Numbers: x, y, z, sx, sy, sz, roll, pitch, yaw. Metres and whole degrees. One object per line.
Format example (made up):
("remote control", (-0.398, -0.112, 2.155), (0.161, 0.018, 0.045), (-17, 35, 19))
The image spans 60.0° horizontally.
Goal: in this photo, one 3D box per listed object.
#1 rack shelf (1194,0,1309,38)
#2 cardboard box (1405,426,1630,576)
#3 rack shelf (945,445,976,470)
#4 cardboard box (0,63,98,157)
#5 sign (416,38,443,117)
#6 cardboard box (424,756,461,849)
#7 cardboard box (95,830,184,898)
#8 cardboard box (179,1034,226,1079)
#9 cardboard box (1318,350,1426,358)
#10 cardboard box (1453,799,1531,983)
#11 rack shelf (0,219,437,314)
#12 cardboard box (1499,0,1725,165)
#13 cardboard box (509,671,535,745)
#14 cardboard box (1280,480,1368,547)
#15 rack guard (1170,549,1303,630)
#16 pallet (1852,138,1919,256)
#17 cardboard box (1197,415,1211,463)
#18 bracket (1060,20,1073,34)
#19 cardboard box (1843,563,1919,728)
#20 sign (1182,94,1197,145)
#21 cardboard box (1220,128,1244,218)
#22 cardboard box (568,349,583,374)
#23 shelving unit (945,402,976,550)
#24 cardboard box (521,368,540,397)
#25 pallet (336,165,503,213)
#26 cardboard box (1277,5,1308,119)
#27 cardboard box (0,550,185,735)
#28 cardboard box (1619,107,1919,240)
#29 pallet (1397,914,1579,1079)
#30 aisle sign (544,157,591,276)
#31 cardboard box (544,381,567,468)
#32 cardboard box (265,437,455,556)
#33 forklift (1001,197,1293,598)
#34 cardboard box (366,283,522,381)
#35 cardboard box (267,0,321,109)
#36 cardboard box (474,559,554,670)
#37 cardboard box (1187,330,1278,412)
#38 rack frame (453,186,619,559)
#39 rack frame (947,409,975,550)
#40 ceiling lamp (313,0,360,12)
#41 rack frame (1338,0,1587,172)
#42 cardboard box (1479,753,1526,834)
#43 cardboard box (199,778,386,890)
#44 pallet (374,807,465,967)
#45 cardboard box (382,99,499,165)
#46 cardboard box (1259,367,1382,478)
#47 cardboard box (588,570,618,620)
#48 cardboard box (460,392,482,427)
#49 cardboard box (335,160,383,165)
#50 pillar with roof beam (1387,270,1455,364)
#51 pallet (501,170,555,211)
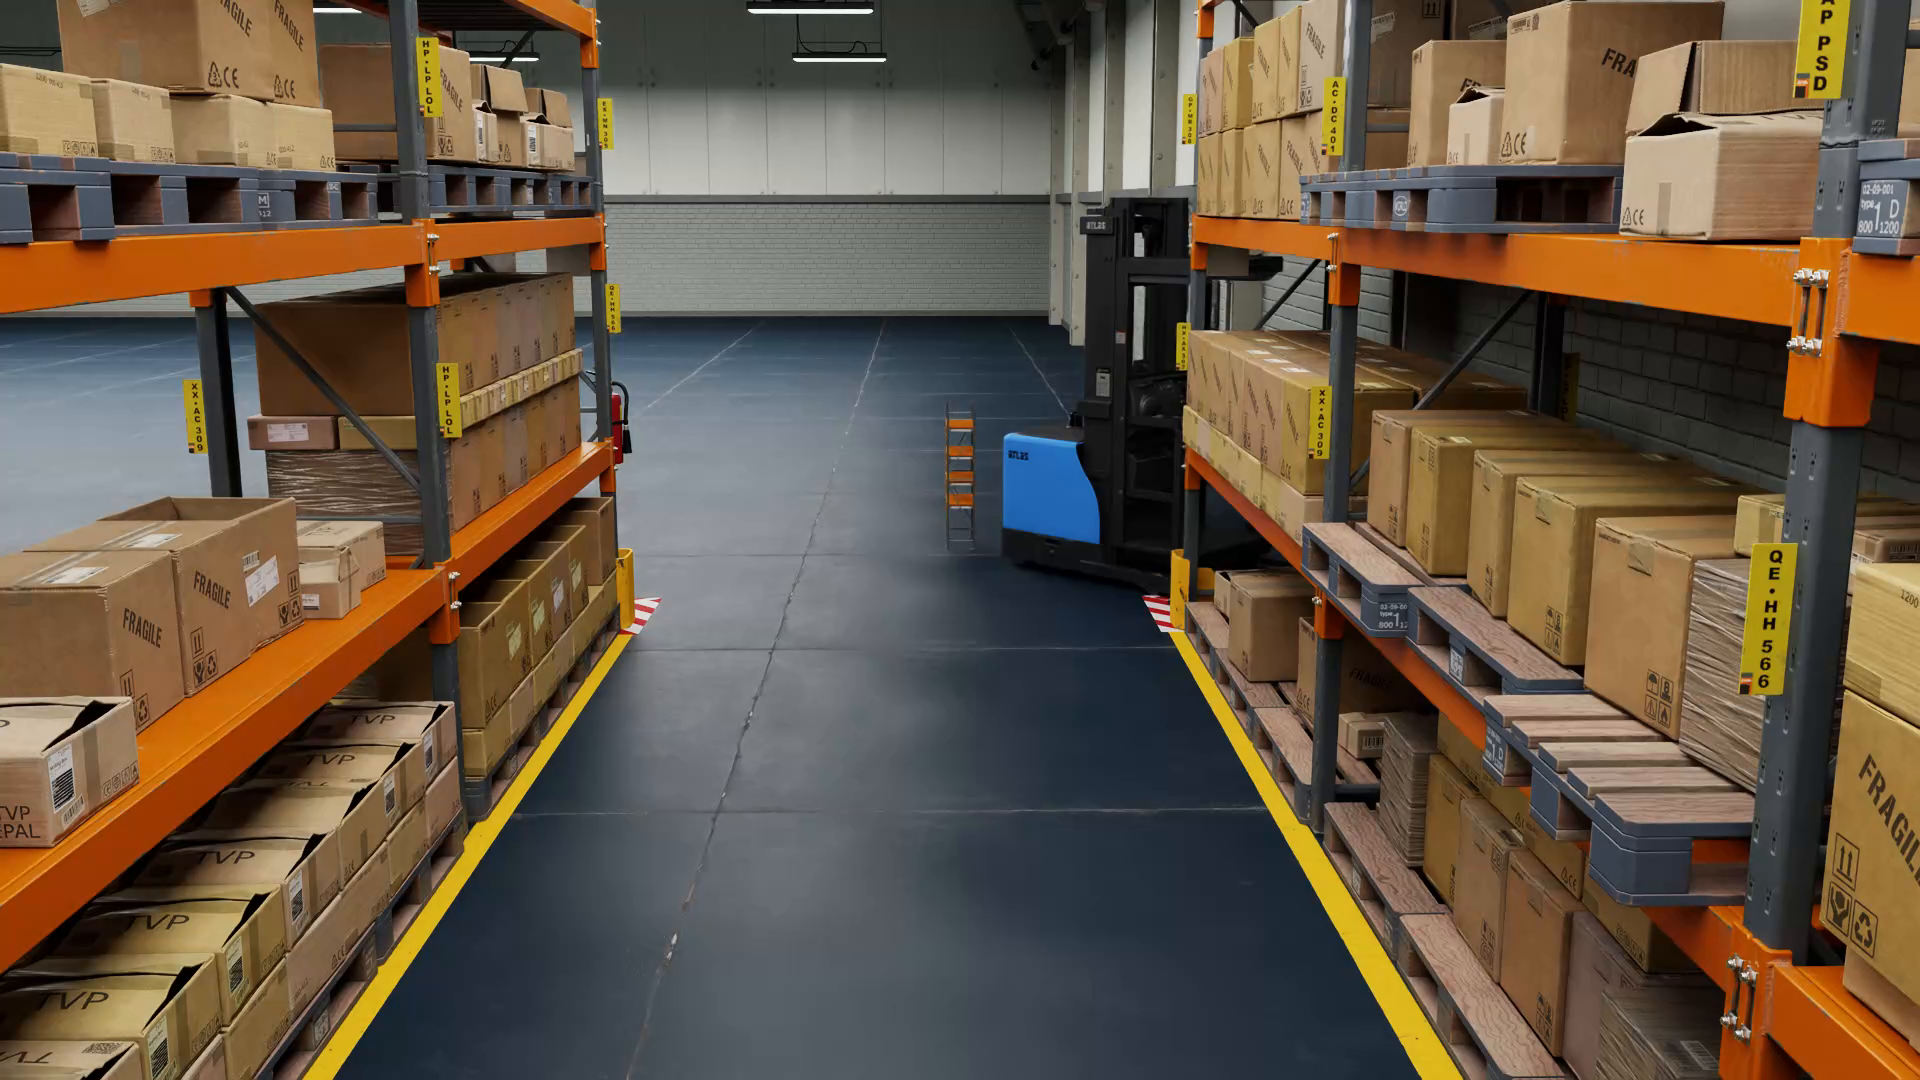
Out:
("rack shelf", (2.112, -3.087, 8.960), (1.077, 0.370, 4.000), (0, 11, -1))
("cardboard box", (2.134, -0.156, 6.425), (0.700, 0.500, 0.500), (1, 12, 5))
("rack shelf", (0.003, -0.708, 14.247), (0.258, 0.148, 0.480), (0, 11, -1))
("cardboard box", (-2.812, -1.198, 4.695), (0.500, 0.250, 0.500), (0, 11, -2))
("sign", (-2.257, -1.964, 7.061), (0.100, 0.325, 0.005), (0, 11, -1))
("cardboard box", (-2.501, 1.140, 7.253), (0.500, 0.250, 0.500), (0, 11, -2))
("cardboard box", (-3.007, 1.173, 5.681), (0.500, 0.311, 0.500), (0, 11, 0))
("cardboard box", (-2.445, 1.649, 4.745), (0.500, 0.250, 0.500), (-1, 11, -3))
("cardboard box", (2.319, -0.807, 9.432), (0.500, 0.500, 0.500), (0, 11, 0))
("cardboard box", (2.216, 1.256, 6.003), (0.700, 0.500, 0.500), (0, 11, -1))
("rack shelf", (-2.758, -0.802, 5.235), (1.077, 0.370, 4.000), (0, 11, -1))
("cardboard box", (2.110, -1.474, 5.430), (0.500, 0.500, 0.500), (-1, 11, -3))
("cardboard box", (-2.511, 0.866, 8.604), (0.500, 0.250, 0.500), (0, 11, -1))
("cardboard box", (1.840, -0.133, 7.996), (0.500, 0.250, 0.500), (0, 11, -1))
("rack guard", (2.072, 0.341, 11.619), (1.175, 0.500, 0.348), (0, 11, -1))
("pallet", (2.302, -0.558, 2.697), (1.213, 0.211, 1.003), (0, 11, 1))
("cardboard box", (1.788, -0.634, 10.465), (0.500, 0.250, 0.500), (-1, 11, -3))
("bracket", (2.107, -10.154, 32.924), (0.235, 0.232, 0.430), (0, 11, -1))
("cardboard box", (1.988, 0.216, 3.012), (0.500, 0.250, 0.500), (0, 11, 0))
("sign", (1.528, -2.795, 11.048), (0.100, 0.325, 0.005), (0, 11, -1))
("cardboard box", (1.818, -2.150, 9.766), (0.500, 0.500, 0.500), (0, 11, 1))
("cardboard box", (-2.684, -1.169, 10.896), (0.380, 0.149, 0.250), (0, 11, -2))
("shelving unit", (0.003, -0.555, 14.278), (0.258, 1.200, 0.503), (0, 11, -1))
("cardboard box", (-2.656, -0.912, 9.627), (0.380, 0.149, 0.250), (0, 11, 0))
("pallet", (-2.843, -1.679, 7.967), (1.003, 0.211, 1.213), (0, 11, -1))
("cardboard box", (1.850, -2.330, 8.141), (0.500, 0.500, 0.500), (0, 11, 2))
("cardboard box", (-2.768, 0.330, 5.136), (0.500, 0.500, 0.500), (-1, 11, -4))
("cardboard box", (1.951, -0.887, 4.015), (0.500, 0.311, 0.500), (0, 11, -1))
("pallet", (2.199, 1.661, 5.842), (1.003, 0.211, 1.213), (0, 11, -1))
("aisle sign", (-2.590, -2.166, 11.153), (0.394, 0.787, 0.004), (0, 11, -1))
("cardboard box", (-2.870, -0.729, 10.359), (0.700, 0.500, 0.500), (0, 11, 0))
("cardboard box", (-2.815, -0.220, 7.846), (0.700, 0.500, 0.500), (-1, 11, -3))
("forklift", (1.751, -1.111, 12.664), (3.031, 2.935, 1.130), (11, 16, 42))
("cardboard box", (-2.846, -1.155, 9.192), (0.700, 0.500, 0.500), (0, 11, -1))
("cardboard box", (-2.826, -1.930, 6.417), (0.500, 0.500, 0.500), (0, 11, 0))
("cardboard box", (-2.517, 0.399, 9.019), (0.500, 0.500, 0.500), (0, 11, -1))
("cardboard box", (1.780, -1.106, 10.909), (0.500, 0.500, 0.500), (0, 11, -1))
("rack frame", (-2.882, -0.878, 11.341), (1.000, 3.000, 0.127), (0, 11, -1))
("rack frame", (0.008, -0.507, 14.039), (0.240, 1.200, 0.015), (0, 11, -1))
("ceiling lamp", (-9.700, -9.898, 26.033), (2.000, 3.185, 0.800), (0, 11, -1))
("rack frame", (2.153, -3.044, 6.929), (1.000, 3.000, 0.127), (0, 11, -1))
("cardboard box", (2.212, 0.876, 5.994), (0.500, 0.250, 0.500), (-1, 11, -3))
("cardboard box", (-2.479, 1.066, 6.208), (0.500, 0.311, 0.500), (0, 11, -1))
("pallet", (-2.745, 1.430, 6.978), (1.003, 0.211, 1.213), (0, 11, -1))
("cardboard box", (-2.557, -1.992, 8.104), (0.500, 0.311, 0.500), (-1, 12, -4))
("cardboard box", (1.818, -0.599, 8.410), (0.500, 0.500, 0.500), (0, 11, -1))
("cardboard box", (-2.576, 0.369, 11.053), (0.500, 0.250, 0.500), (0, 11, -1))
("cardboard box", (-2.631, -0.657, 8.370), (0.380, 0.149, 0.250), (0, 11, -2))
("cardboard box", (-3.098, -1.943, 8.269), (0.380, 0.149, 0.250), (0, 11, -1))
("pillar with roof beam", (-1.354, -3.686, 10.093), (9.100, 9.000, 0.400), (0, 11, -1))
("pallet", (-2.865, -1.921, 9.160), (1.003, 0.211, 1.213), (0, 11, -1))
